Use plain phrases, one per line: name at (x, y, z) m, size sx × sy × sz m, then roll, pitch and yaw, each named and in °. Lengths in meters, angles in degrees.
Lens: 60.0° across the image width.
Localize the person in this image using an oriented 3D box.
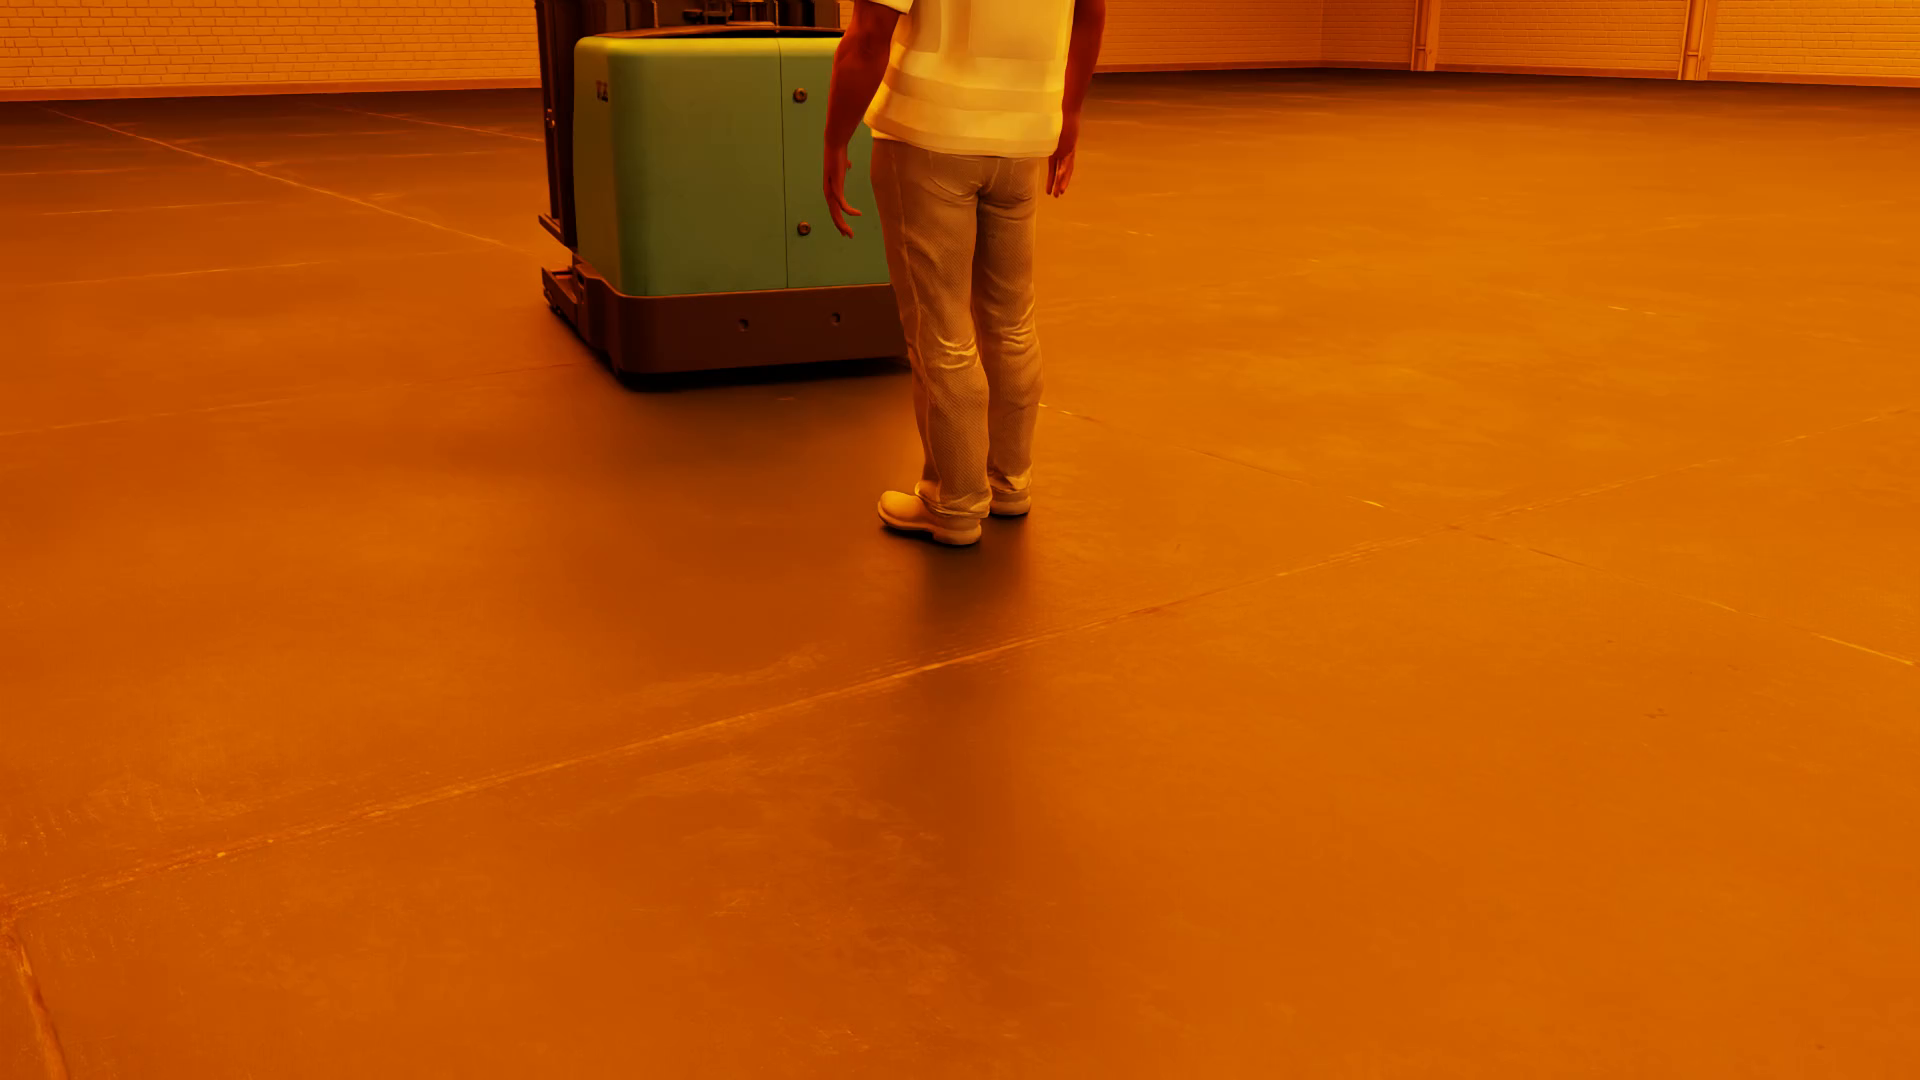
person at (-0.035, -0.867, 3.592) m, size 0.665 × 1.765 × 0.577 m, roll -12°, pitch 21°, yaw -34°

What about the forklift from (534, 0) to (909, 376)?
forklift at (-1.067, -2.324, 6.280) m, size 1.130 × 2.935 × 3.031 m, roll -6°, pitch 19°, yaw -19°
